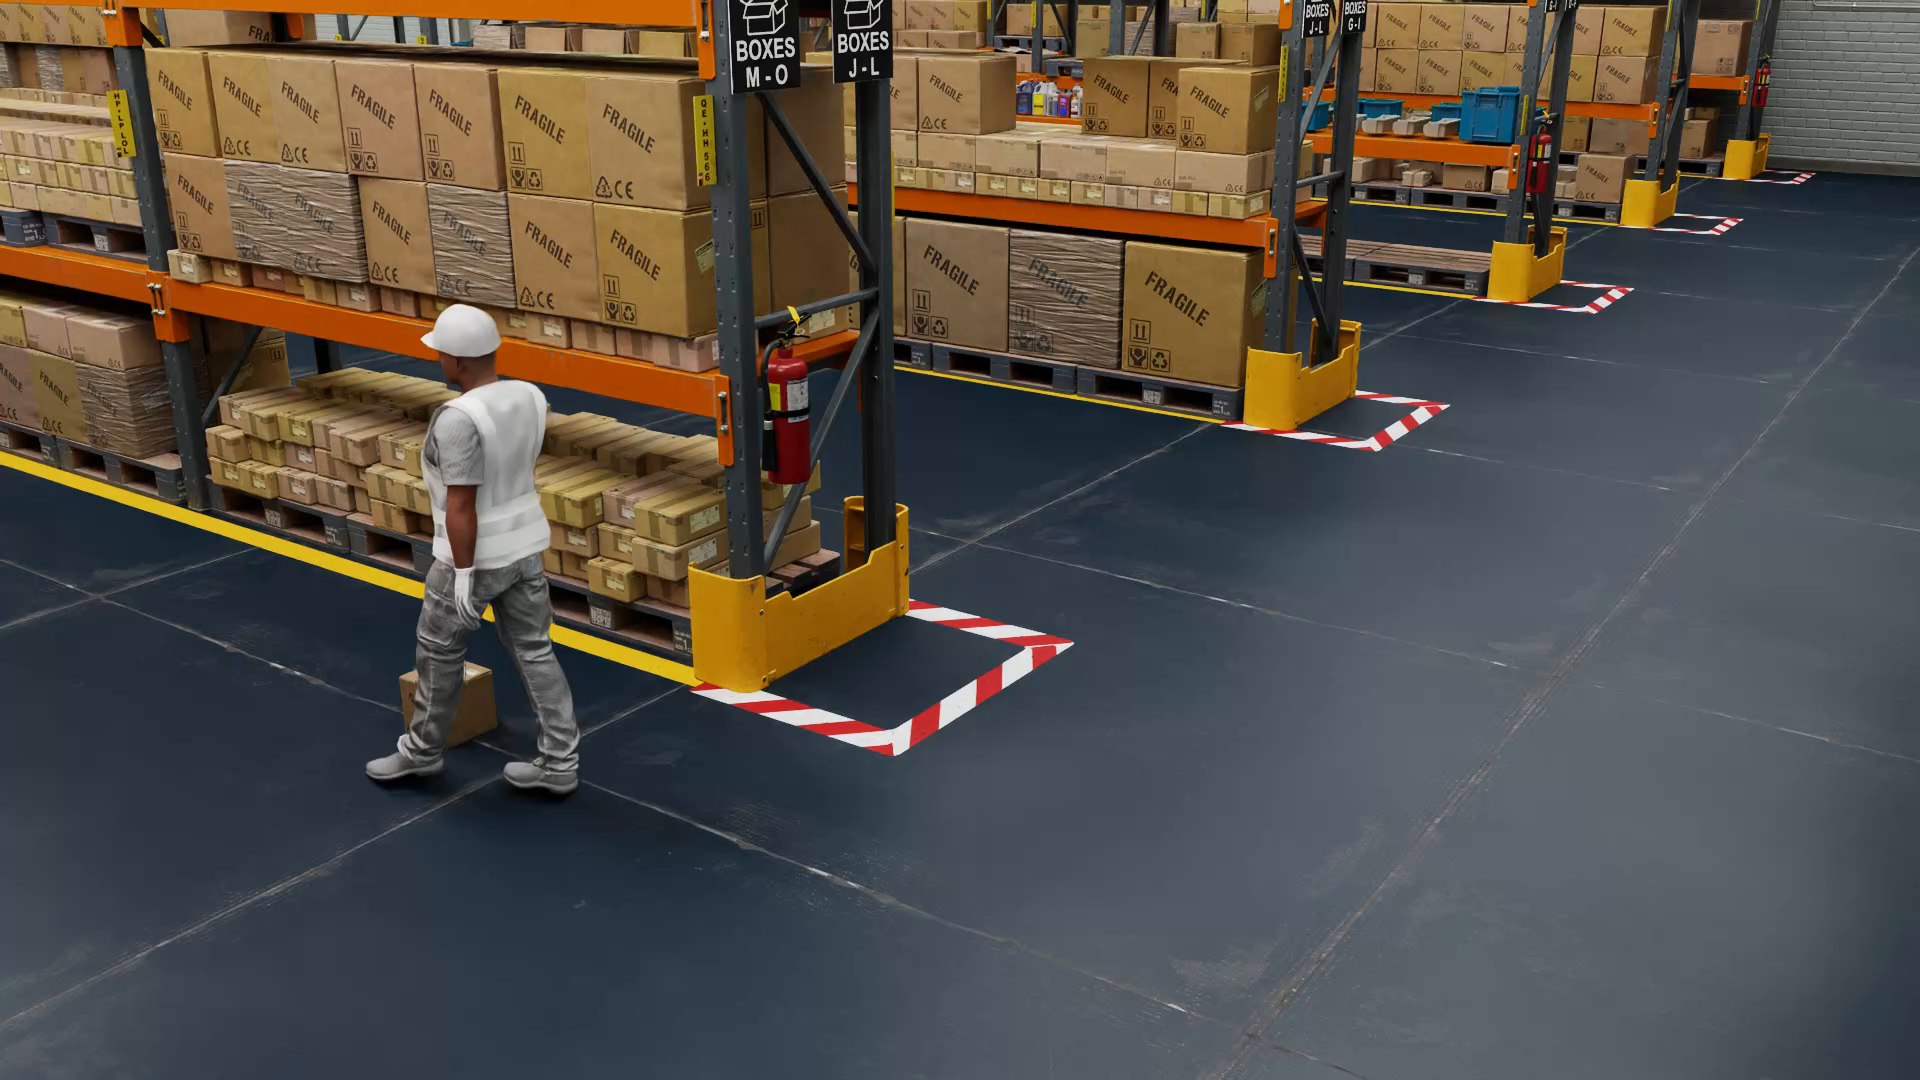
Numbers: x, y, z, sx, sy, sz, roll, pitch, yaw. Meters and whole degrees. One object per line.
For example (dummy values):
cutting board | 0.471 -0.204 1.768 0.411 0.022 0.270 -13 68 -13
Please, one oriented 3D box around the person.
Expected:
person | -1.700 0.034 5.981 0.895 1.761 0.583 14 24 35
